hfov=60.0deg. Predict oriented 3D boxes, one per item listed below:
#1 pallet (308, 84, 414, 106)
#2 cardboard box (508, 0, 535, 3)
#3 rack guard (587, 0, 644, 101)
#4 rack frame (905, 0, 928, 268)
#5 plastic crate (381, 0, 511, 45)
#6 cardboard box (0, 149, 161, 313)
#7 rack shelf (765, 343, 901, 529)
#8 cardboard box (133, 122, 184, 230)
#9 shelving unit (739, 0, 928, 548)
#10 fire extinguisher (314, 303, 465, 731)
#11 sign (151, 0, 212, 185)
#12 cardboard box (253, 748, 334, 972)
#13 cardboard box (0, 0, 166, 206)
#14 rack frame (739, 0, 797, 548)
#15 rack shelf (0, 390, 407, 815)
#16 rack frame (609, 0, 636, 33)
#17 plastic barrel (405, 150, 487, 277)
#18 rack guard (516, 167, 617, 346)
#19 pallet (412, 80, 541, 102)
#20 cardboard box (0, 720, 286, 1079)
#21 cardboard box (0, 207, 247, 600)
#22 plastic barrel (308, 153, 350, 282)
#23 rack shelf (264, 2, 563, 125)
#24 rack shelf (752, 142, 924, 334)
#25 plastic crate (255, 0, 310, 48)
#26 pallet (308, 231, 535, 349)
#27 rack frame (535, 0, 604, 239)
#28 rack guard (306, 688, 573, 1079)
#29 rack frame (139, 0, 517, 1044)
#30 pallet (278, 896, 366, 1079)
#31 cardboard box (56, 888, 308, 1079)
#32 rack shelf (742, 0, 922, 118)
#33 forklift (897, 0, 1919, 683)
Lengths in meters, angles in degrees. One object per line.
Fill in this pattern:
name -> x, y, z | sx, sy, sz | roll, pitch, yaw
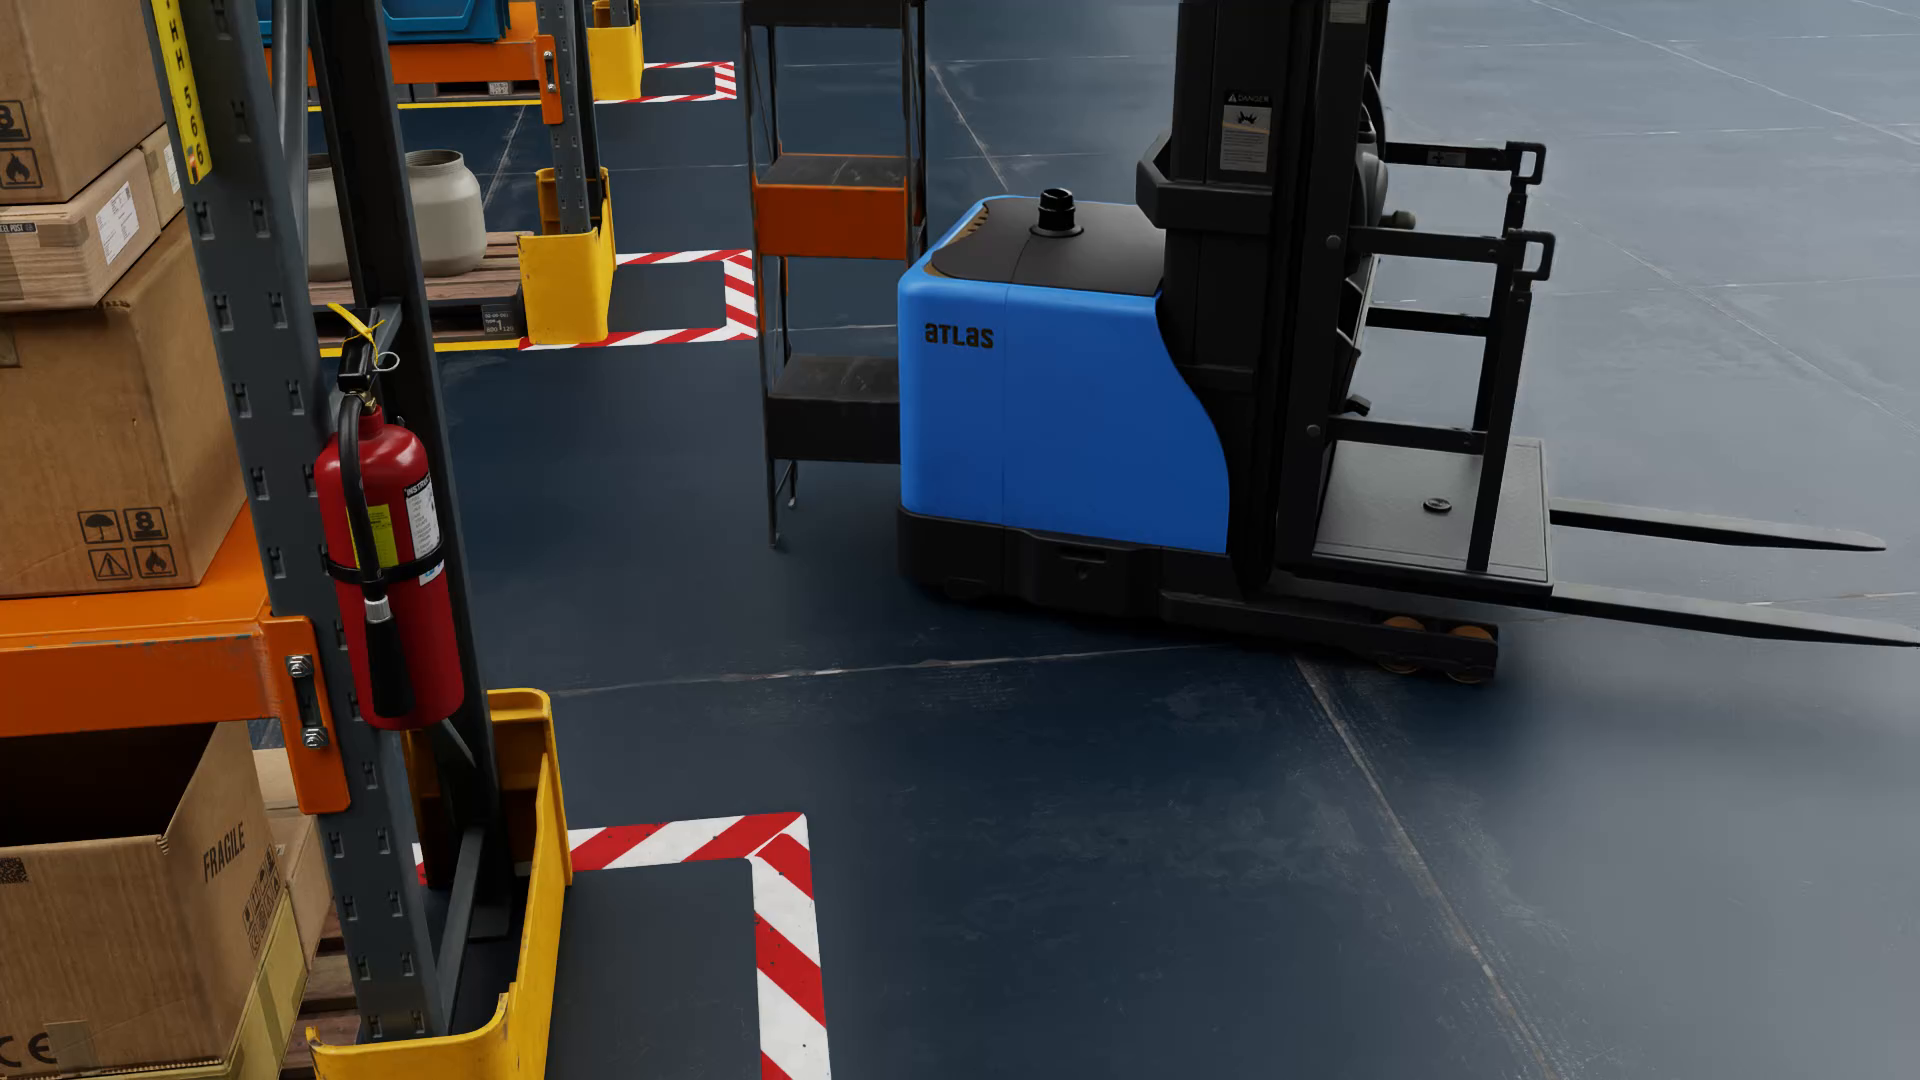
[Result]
pallet -> -4.555, -3.385, 12.116 | 1.213, 0.211, 1.003 | -4, 27, -7
cardboard box -> -3.086, -3.785, 12.118 | 0.500, 0.500, 0.500 | 1, 27, 2
rack guard -> -2.540, -3.625, 12.267 | 0.348, 0.500, 1.175 | -4, 27, -7
rack frame -> -0.135, -0.974, 5.348 | 0.015, 2.100, 0.400 | 3, 27, 5
plastic crate -> -2.229, -2.270, 7.051 | 0.616, 0.251, 0.499 | -4, 27, -7
cardboard box -> -1.440, -0.486, 2.592 | 0.250, 0.149, 0.380 | -4, 27, -8
rack shelf -> -0.378, -0.350, 5.696 | 0.480, 0.518, 0.431 | 3, 27, 5
cardboard box -> -1.507, -0.669, 2.948 | 0.250, 0.149, 0.380 | -4, 27, -7
shelving unit -> -0.378, -0.985, 5.370 | 0.503, 2.100, 0.431 | 3, 27, 5
fire extinguisher -> -0.907, -0.027, 2.601 | 0.183, 0.674, 0.296 | -4, 27, -7
sign -> -1.027, -0.638, 2.180 | 0.005, 0.325, 0.100 | -4, 27, -7
cardboard box -> -1.650, 0.707, 3.639 | 0.500, 0.250, 0.500 | -4, 27, -7
cardboard box -> -1.605, -0.858, 2.606 | 0.500, 0.500, 0.700 | -4, 27, -7
rack frame -> -0.621, -0.997, 5.393 | 0.015, 2.100, 0.400 | 3, 27, 5
rack shelf -> -3.069, 0.184, 2.894 | 4.000, 0.370, 1.077 | -4, 27, -7
rack frame -> -2.465, -4.742, 11.706 | 0.127, 3.000, 1.000 | -4, 27, -7
plastic barrel -> -2.416, -1.507, 7.666 | 0.421, 0.512, 0.421 | 0, 27, 0
rack guard -> -1.843, -1.365, 7.862 | 0.348, 0.500, 1.175 | -4, 27, -7
pallet -> -3.349, -3.461, 12.264 | 1.213, 0.211, 1.003 | -4, 27, -7
cardboard box -> -1.578, 0.608, 3.010 | 0.500, 0.500, 0.500 | -4, 27, -7
cardboard box -> -1.552, -0.284, 2.908 | 0.500, 0.500, 0.700 | -4, 27, -7
plastic barrel -> -2.912, -1.475, 7.604 | 0.421, 0.512, 0.421 | 0, 27, 0
rack shelf -> -3.755, -2.056, 7.259 | 4.000, 0.370, 1.077 | -4, 27, -7
rack shelf -> -0.378, -0.973, 5.377 | 0.480, 0.518, 0.431 | 3, 27, 5
plastic crate -> -2.873, -2.231, 6.975 | 0.408, 0.251, 0.499 | -4, 27, -7
pallet -> -2.649, -1.187, 7.832 | 1.213, 0.211, 1.003 | -4, 27, -7
rack frame -> -1.775, -2.503, 7.342 | 0.127, 3.000, 1.000 | -4, 27, -7
rack guard -> -1.065, 0.847, 3.552 | 0.348, 0.500, 1.175 | -4, 27, -7
rack frame -> -1.088, -0.264, 2.978 | 0.127, 3.000, 1.000 | -4, 27, -7
pallet -> -1.840, 1.045, 3.483 | 1.213, 0.211, 1.003 | -4, 27, -7
cardboard box -> -1.578, 0.941, 3.183 | 0.500, 0.250, 0.500 | -4, 27, -7
rack shelf -> -0.378, -1.596, 5.057 | 0.480, 0.518, 0.431 | 3, 27, 5
forklift -> 1.374, -1.151, 4.782 | 3.031, 2.935, 1.130 | 8, 28, 14
